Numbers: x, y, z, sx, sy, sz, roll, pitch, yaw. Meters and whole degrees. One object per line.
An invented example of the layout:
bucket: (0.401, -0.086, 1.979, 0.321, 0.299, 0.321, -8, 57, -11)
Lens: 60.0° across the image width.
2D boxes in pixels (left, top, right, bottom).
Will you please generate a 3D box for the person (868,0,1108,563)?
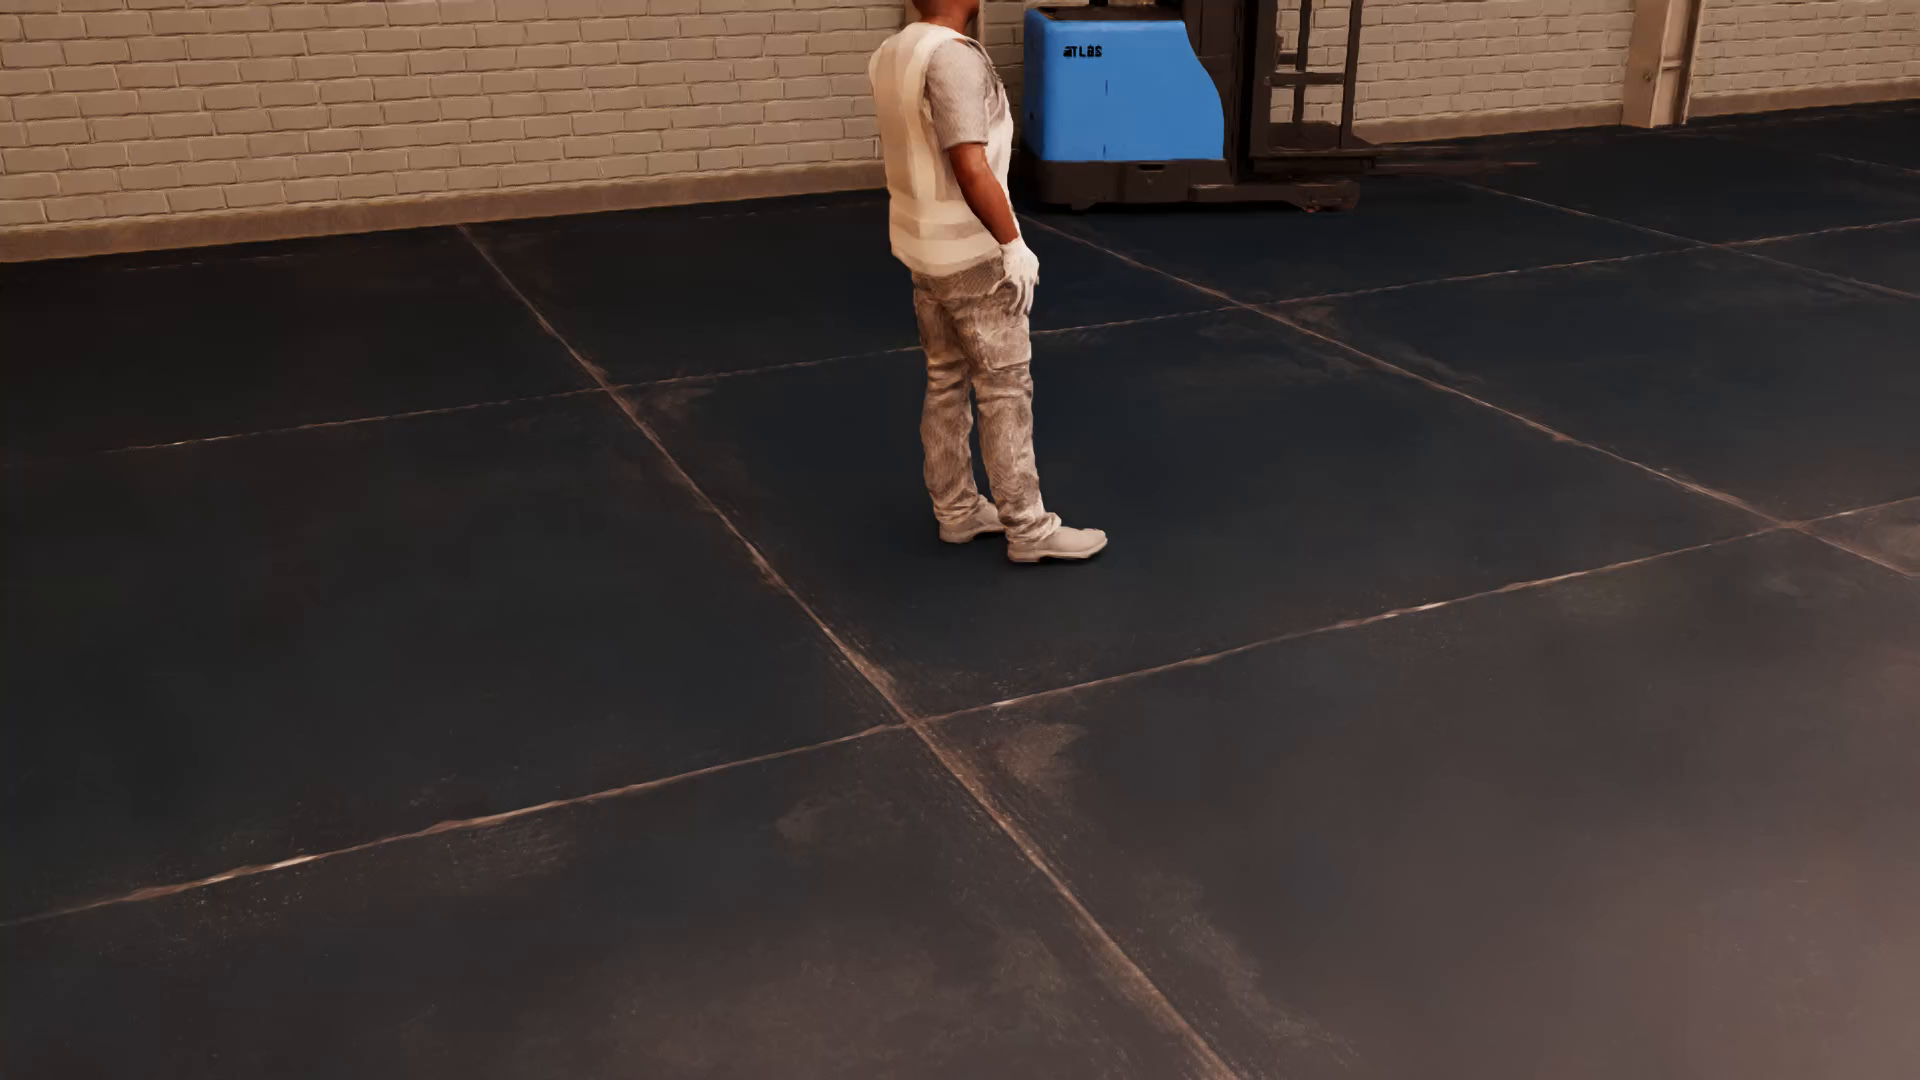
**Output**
person: (0.069, -0.839, 4.784, 0.576, 1.782, 0.655, -10, 25, -23)

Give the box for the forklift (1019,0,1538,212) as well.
forklift: (1.920, -3.474, 9.648, 3.031, 2.935, 1.130, -2, 23, -5)
